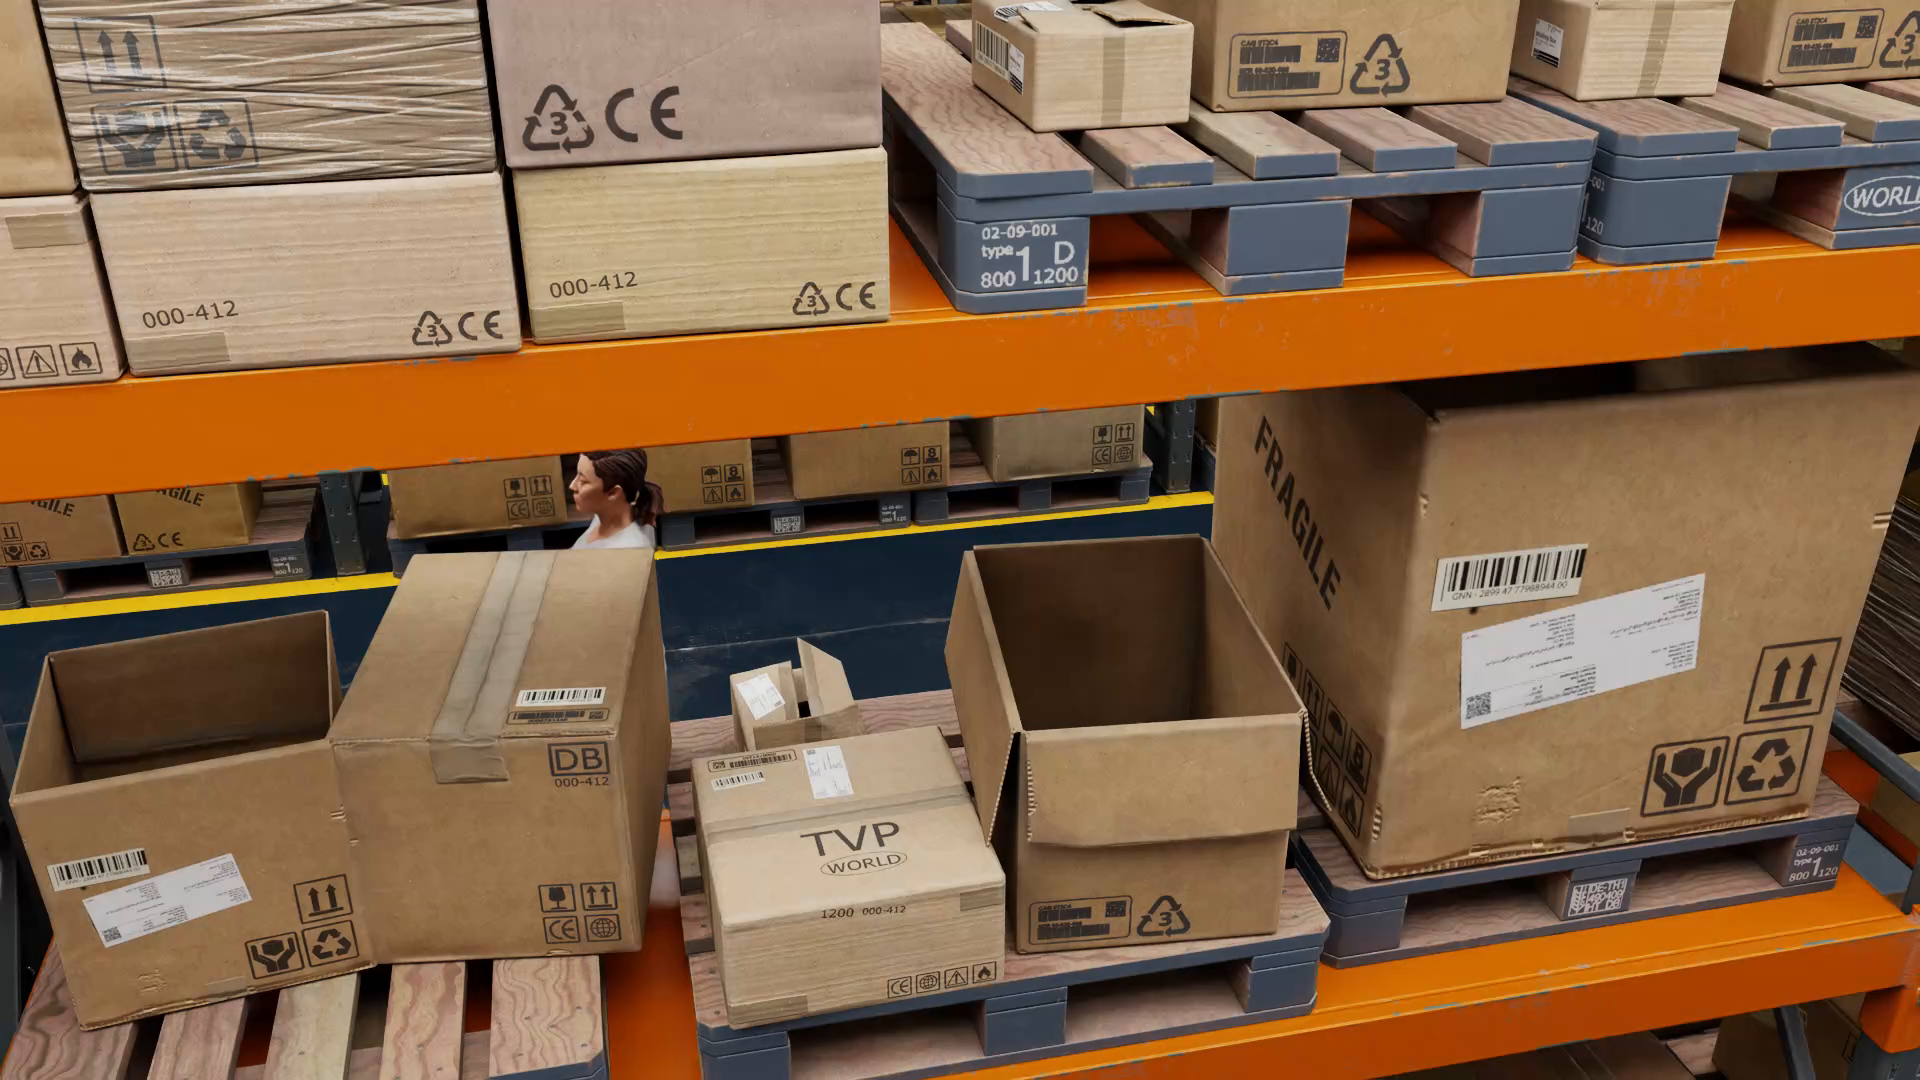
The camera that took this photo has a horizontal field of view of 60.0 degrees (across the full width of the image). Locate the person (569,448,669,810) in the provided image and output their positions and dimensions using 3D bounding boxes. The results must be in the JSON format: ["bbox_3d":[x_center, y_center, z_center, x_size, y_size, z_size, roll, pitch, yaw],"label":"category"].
[{"bbox_3d":[-1.143,0.447,5.248,0.538,1.668,0.435,-6,27,-12],"label":"person"}]
